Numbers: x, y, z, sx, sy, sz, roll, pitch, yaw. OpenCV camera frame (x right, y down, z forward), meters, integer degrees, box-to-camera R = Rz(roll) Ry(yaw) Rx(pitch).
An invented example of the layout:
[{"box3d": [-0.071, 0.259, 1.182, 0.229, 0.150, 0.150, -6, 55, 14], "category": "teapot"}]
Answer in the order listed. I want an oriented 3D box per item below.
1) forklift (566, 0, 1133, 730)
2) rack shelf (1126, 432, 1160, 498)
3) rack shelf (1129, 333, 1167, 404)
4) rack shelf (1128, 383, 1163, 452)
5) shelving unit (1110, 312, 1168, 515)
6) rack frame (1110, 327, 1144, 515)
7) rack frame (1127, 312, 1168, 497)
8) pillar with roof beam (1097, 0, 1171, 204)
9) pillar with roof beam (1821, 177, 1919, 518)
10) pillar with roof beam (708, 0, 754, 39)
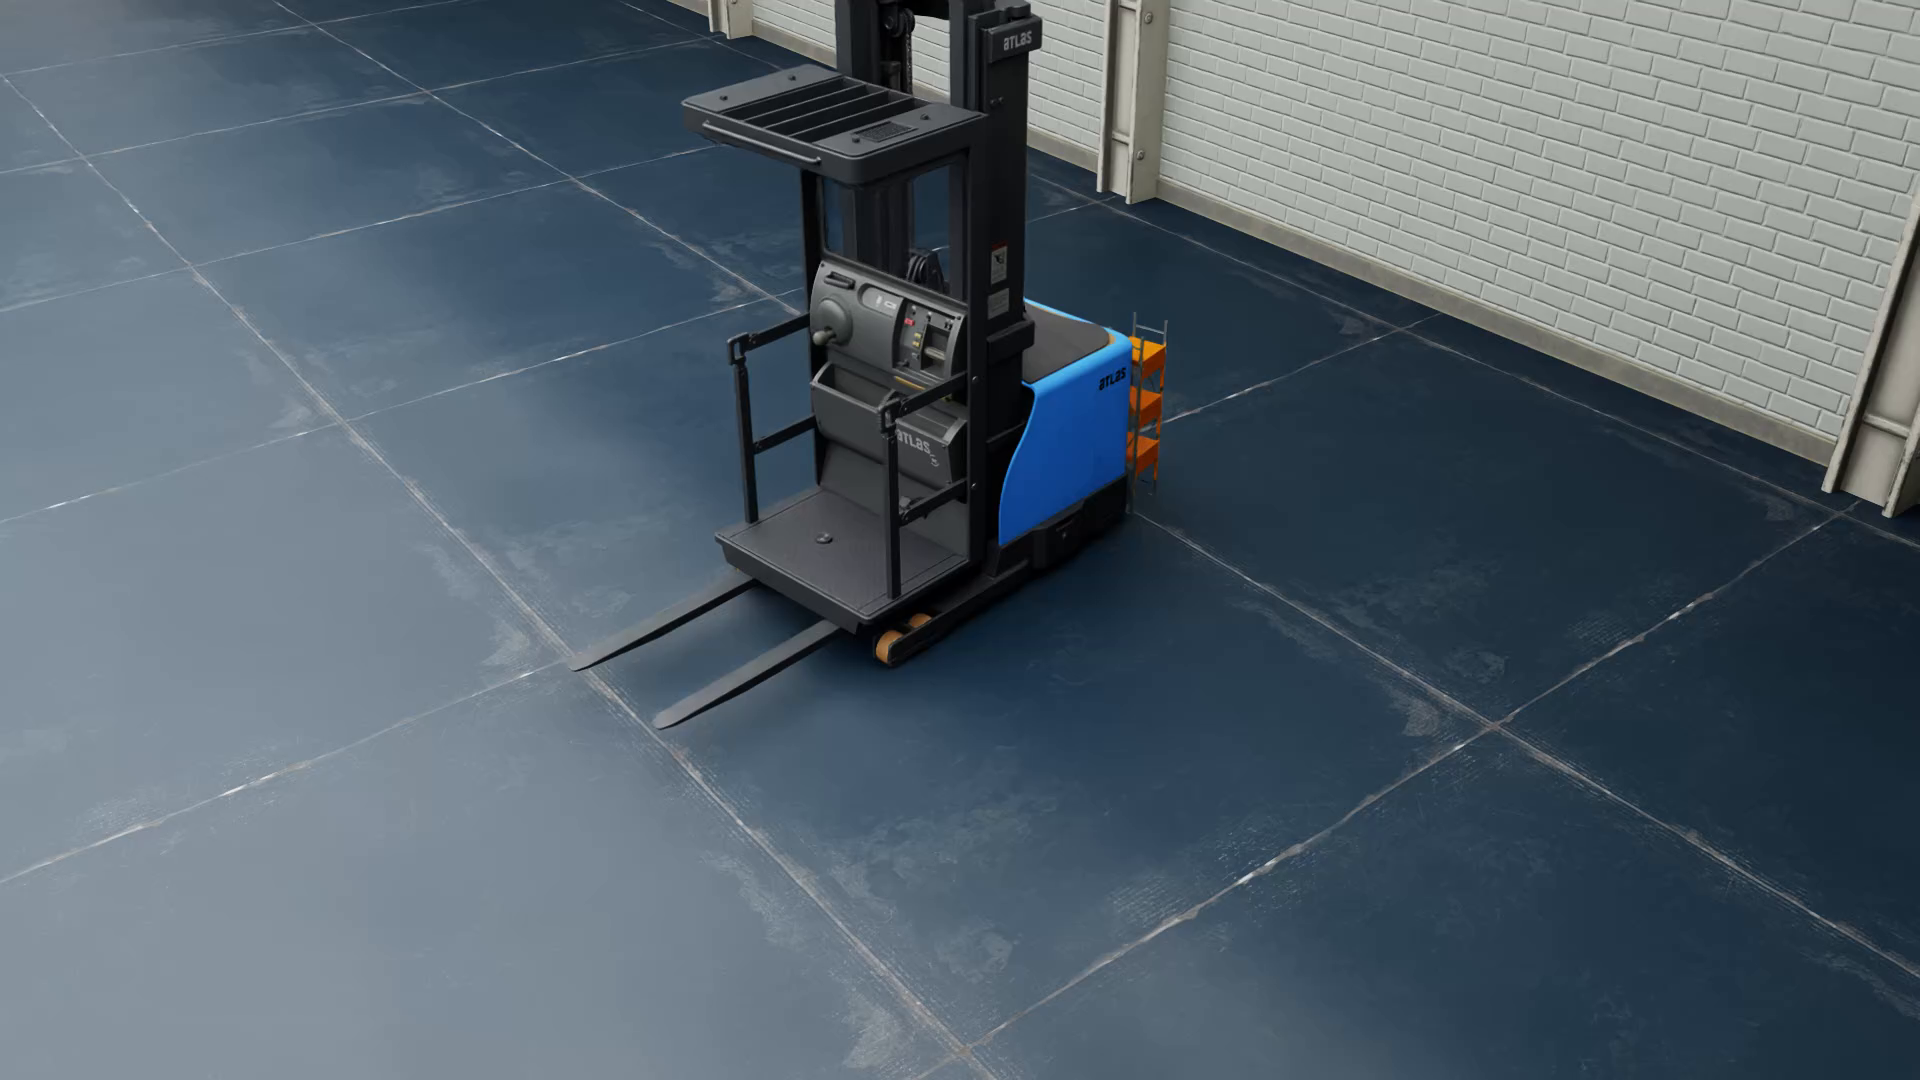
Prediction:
[{"box3d": [-0.486, -0.958, 7.515, 1.130, 2.935, 3.031, 26, 40, 35], "category": "forklift"}, {"box3d": [0.920, -0.418, 8.975, 0.215, 0.259, 0.240, 21, 37, 30], "category": "rack shelf"}, {"box3d": [0.920, -0.895, 8.678, 0.215, 0.259, 0.240, 21, 37, 30], "category": "rack shelf"}, {"box3d": [0.920, -0.654, 8.828, 0.215, 0.259, 0.240, 21, 37, 30], "category": "rack shelf"}, {"box3d": [0.920, -0.663, 8.822, 0.215, 1.050, 0.252, 21, 37, 30], "category": "shelving unit"}, {"box3d": [0.850, -0.611, 8.738, 0.200, 1.050, 0.008, 21, 37, 30], "category": "rack frame"}, {"box3d": [0.991, -0.715, 8.907, 0.200, 1.050, 0.008, 21, 37, 30], "category": "rack frame"}, {"box3d": [-2.075, -5.177, 8.557, 9.100, 9.000, 0.400, -22, 38, -31], "category": "pillar with roof beam"}, {"box3d": [1.604, -2.677, 4.530, 9.100, 9.000, 0.400, -22, 38, -31], "category": "pillar with roof beam"}, {"box3d": [-5.754, -7.678, 12.583, 9.100, 9.000, 0.400, -22, 38, -31], "category": "pillar with roof beam"}]
